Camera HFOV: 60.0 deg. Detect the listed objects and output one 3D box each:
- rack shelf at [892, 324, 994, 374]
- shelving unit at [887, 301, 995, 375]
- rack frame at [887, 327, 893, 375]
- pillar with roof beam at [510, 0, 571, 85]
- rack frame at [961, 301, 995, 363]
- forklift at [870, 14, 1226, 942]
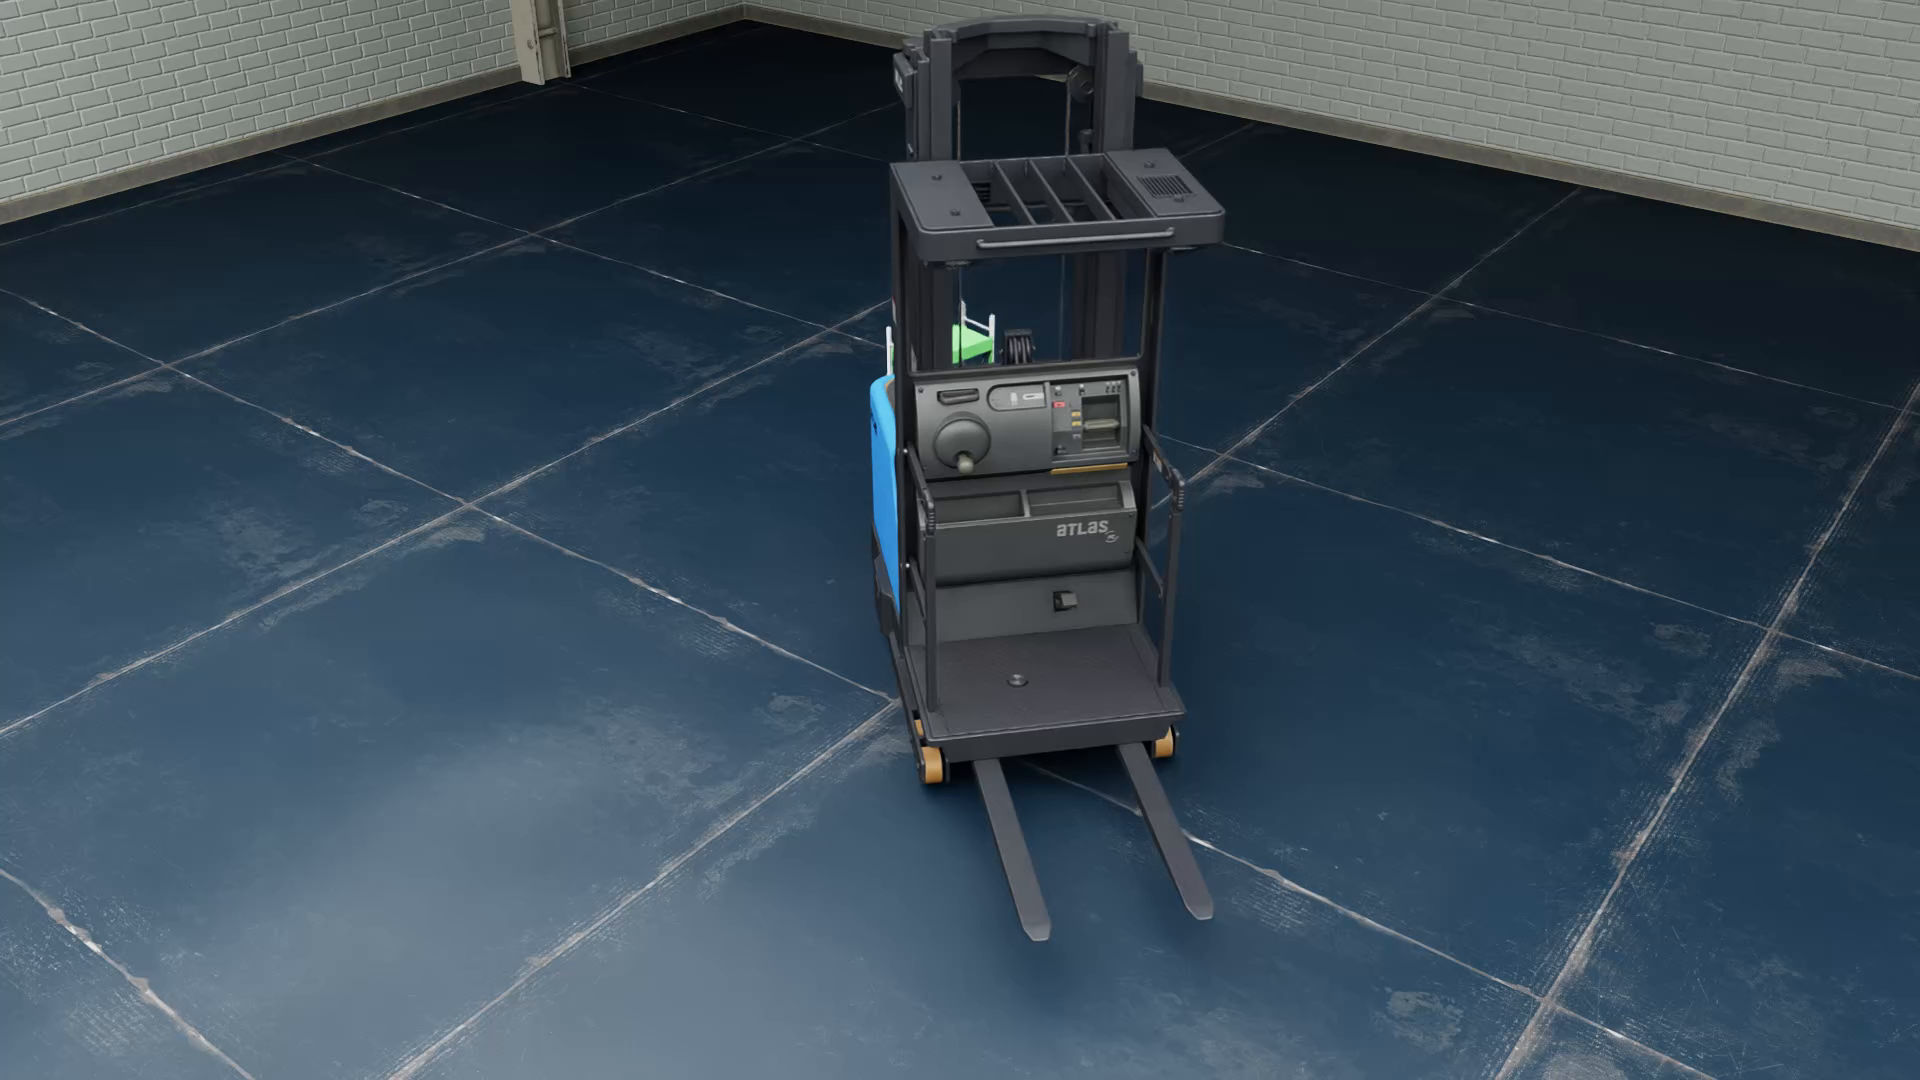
[{"bbox_3d":[-0.094,-0.927,8.320,0.480,0.148,0.258,-25,39,-35],"label":"rack shelf"},{"bbox_3d":[-0.094,-0.569,8.533,0.503,1.200,0.258,-25,39,-35],"label":"shelving unit"},{"bbox_3d":[-0.274,-0.485,8.391,0.015,1.200,0.240,-25,39,-35],"label":"rack frame"},{"bbox_3d":[-0.668,-7.121,11.940,9.100,9.000,0.400,21,37,31],"label":"pillar with roof beam"},{"bbox_3d":[0.087,-0.652,8.674,0.015,1.200,0.240,-25,39,-35],"label":"rack frame"},{"bbox_3d":[0.320,-0.433,6.605,1.130,2.935,3.031,-5,31,-9],"label":"forklift"}]
